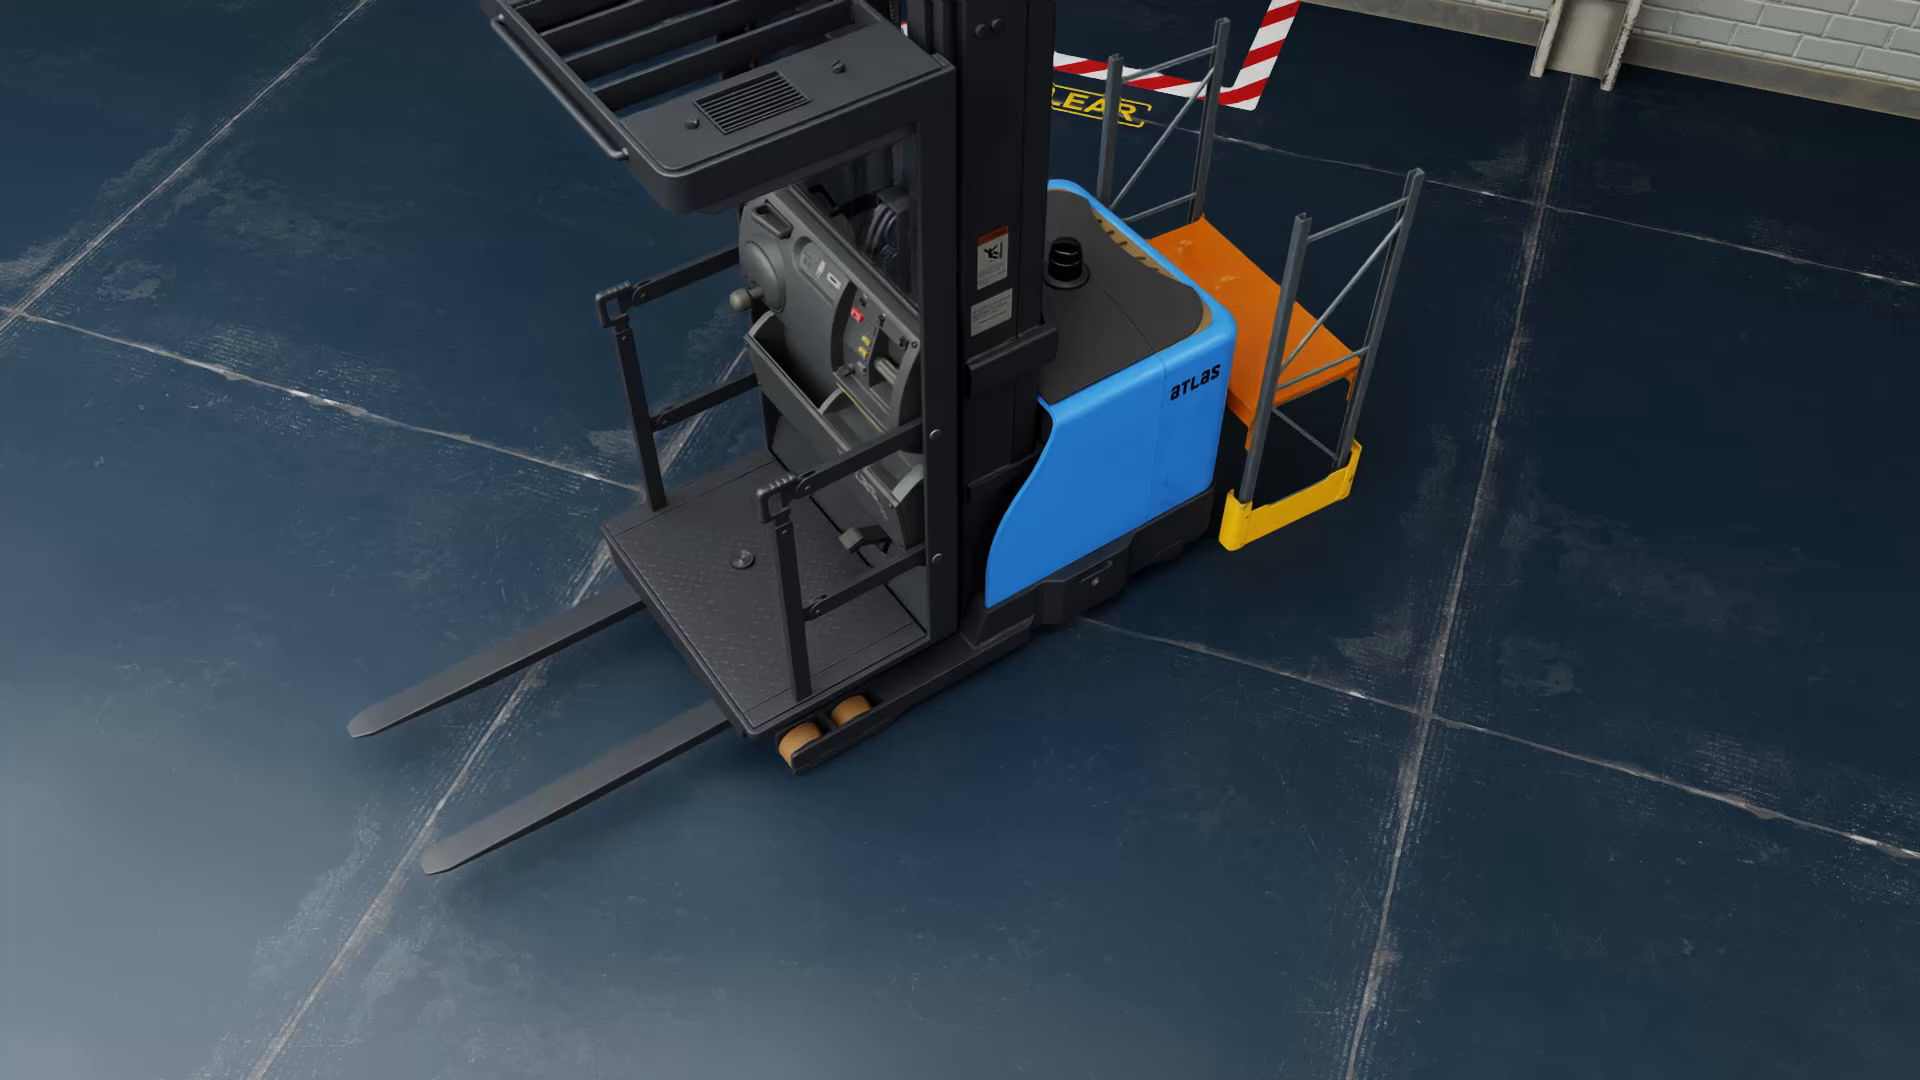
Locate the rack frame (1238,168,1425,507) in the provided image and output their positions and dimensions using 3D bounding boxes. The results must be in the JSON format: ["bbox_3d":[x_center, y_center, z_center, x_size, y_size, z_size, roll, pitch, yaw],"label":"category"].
[{"bbox_3d":[1.245,-0.586,5.760,0.500,1.500,0.032,-24,53,-20],"label":"rack frame"}]

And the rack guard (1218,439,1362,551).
[{"bbox_3d":[1.237,-0.174,6.230,0.587,0.250,0.087,-24,53,-20],"label":"rack guard"}]

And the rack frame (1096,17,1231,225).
[{"bbox_3d":[0.721,-1.244,6.331,0.500,1.500,0.032,-24,53,-20],"label":"rack frame"}]

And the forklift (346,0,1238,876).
[{"bbox_3d":[-0.570,-0.648,4.872,3.031,2.935,1.130,-27,54,-22],"label":"forklift"}]

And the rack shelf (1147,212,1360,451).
[{"bbox_3d":[0.981,-0.796,6.180,0.538,0.185,1.000,-24,53,-20],"label":"rack shelf"}]

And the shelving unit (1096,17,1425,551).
[{"bbox_3d":[0.988,-0.909,6.040,0.587,1.500,1.083,-24,53,-20],"label":"shelving unit"}]

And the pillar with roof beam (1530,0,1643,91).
[{"bbox_3d":[1.574,-2.258,2.252,0.400,9.000,9.100,16,51,13],"label":"pillar with roof beam"}]
